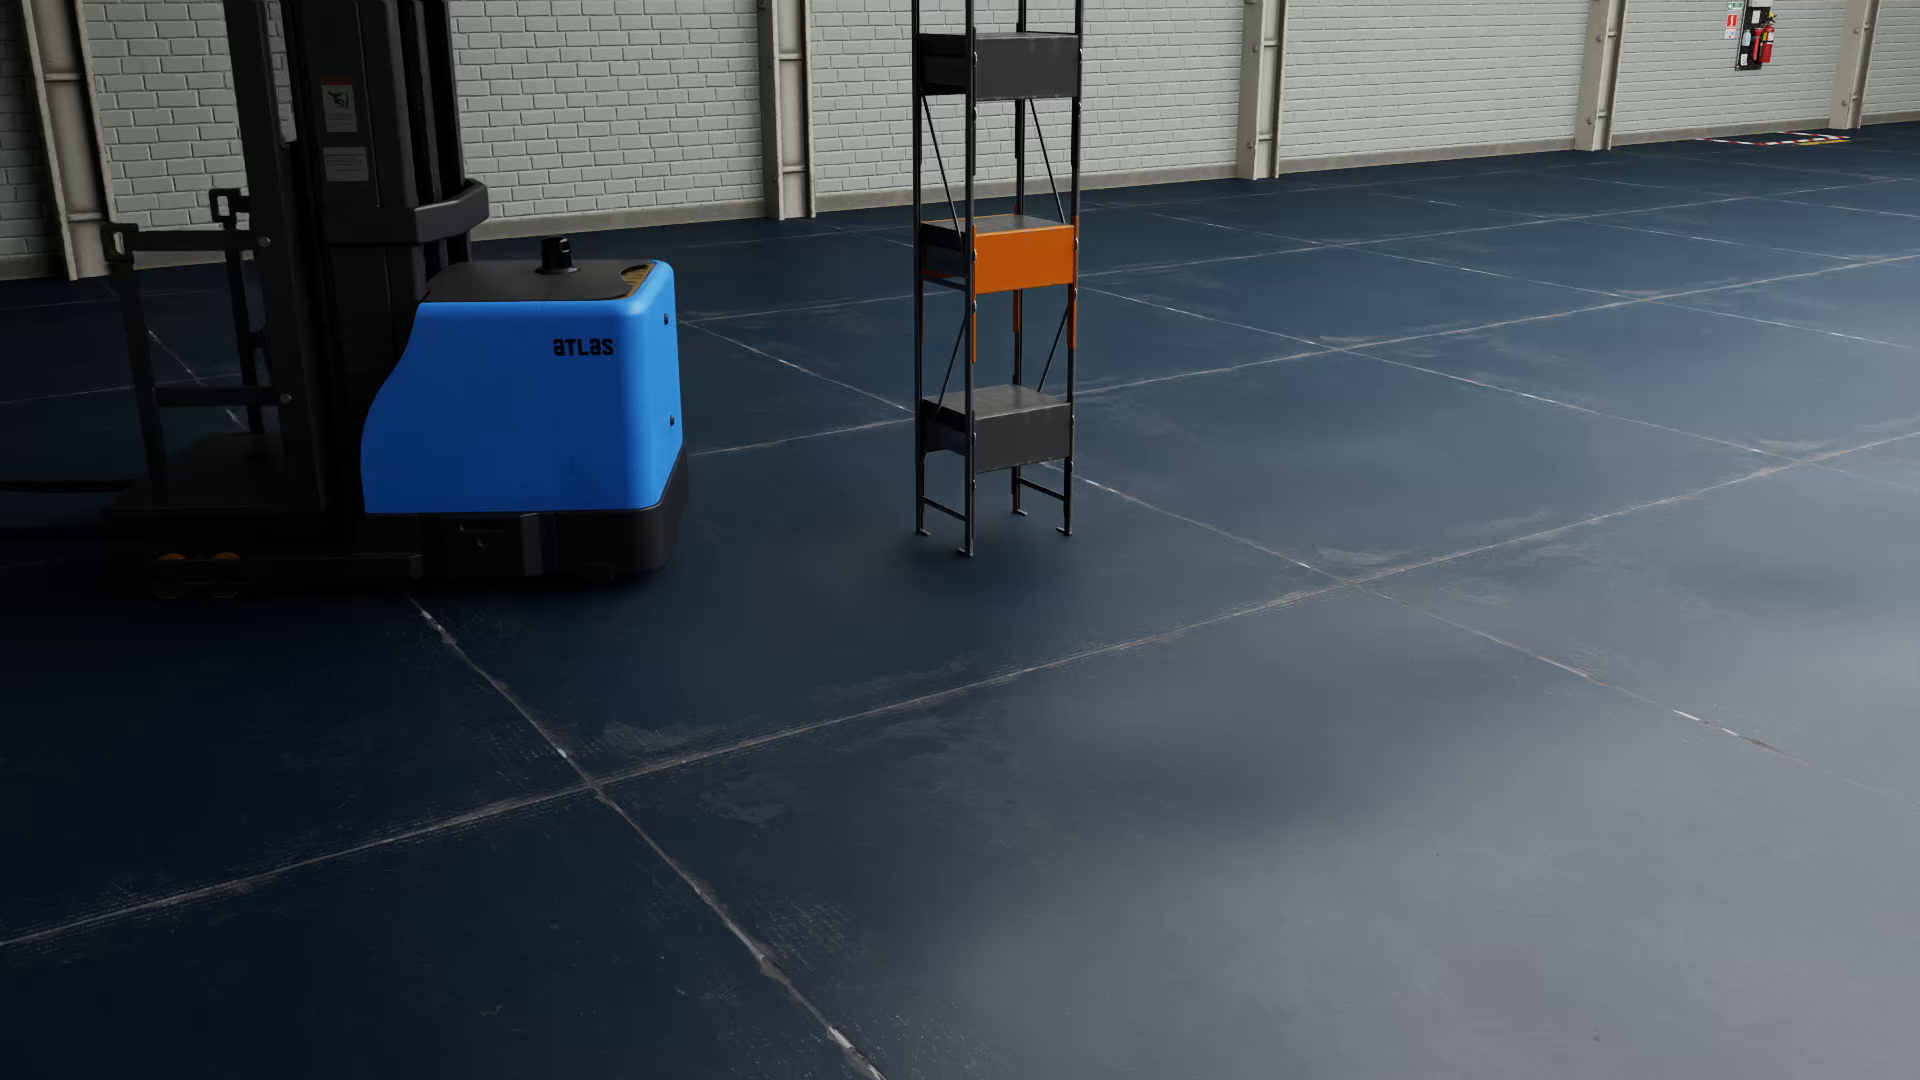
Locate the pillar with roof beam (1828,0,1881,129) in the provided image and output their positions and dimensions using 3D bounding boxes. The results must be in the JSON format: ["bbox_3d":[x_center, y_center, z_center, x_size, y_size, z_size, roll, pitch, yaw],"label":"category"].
[{"bbox_3d":[15.780,-9.370,20.409,0.400,9.000,9.100,-12,22,-31],"label":"pillar with roof beam"}]

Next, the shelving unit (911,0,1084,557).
[{"bbox_3d":[0.138,-1.024,6.495,0.503,2.100,0.431,-12,22,-31],"label":"shelving unit"}]

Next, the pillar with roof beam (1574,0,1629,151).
[{"bbox_3d":[10.769,-8.313,17.283,0.400,9.000,9.100,-12,22,-31],"label":"pillar with roof beam"}]

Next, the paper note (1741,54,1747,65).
[{"bbox_3d":[11.142,-6.824,23.622,0.142,0.148,0.016,-12,22,-31],"label":"paper note"}]

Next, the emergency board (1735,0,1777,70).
[{"bbox_3d":[11.328,-7.254,23.518,0.643,1.169,0.194,-12,22,-31],"label":"emergency board"}]

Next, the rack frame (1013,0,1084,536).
[{"bbox_3d":[0.342,-1.067,6.622,0.015,2.100,0.400,-12,22,-31],"label":"rack frame"}]

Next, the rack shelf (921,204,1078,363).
[{"bbox_3d":[0.138,-1.011,6.499,0.480,0.518,0.431,-12,22,-31],"label":"rack shelf"}]

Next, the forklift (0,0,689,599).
[{"bbox_3d":[-2.644,-1.345,6.147,3.031,2.935,1.130,-1,19,-3],"label":"forklift"}]

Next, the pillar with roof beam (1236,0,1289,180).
[{"bbox_3d":[5.758,-7.256,14.157,0.400,9.000,9.100,-12,22,-31],"label":"pillar with roof beam"}]

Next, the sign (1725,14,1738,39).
[{"bbox_3d":[10.809,-7.201,23.306,0.234,0.329,0.001,-12,22,-31],"label":"sign"}]

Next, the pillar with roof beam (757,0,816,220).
[{"bbox_3d":[0.747,-6.199,11.031,0.400,9.000,9.100,-12,22,-31],"label":"pillar with roof beam"}]

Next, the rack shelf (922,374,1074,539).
[{"bbox_3d":[0.138,-0.348,6.723,0.480,0.518,0.431,-12,22,-31],"label":"rack shelf"}]

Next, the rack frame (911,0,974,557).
[{"bbox_3d":[-0.066,-0.981,6.368,0.015,2.100,0.400,-12,22,-31],"label":"rack frame"}]

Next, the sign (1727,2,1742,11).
[{"bbox_3d":[10.818,-7.451,23.217,0.331,0.109,0.001,-12,22,-31],"label":"sign"}]

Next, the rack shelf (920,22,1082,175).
[{"bbox_3d":[0.138,-1.674,6.275,0.480,0.518,0.431,-12,22,-31],"label":"rack shelf"}]

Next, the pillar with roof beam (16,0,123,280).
[{"bbox_3d":[-4.264,-5.142,7.905,0.400,9.000,9.100,-12,22,-31],"label":"pillar with roof beam"}]
